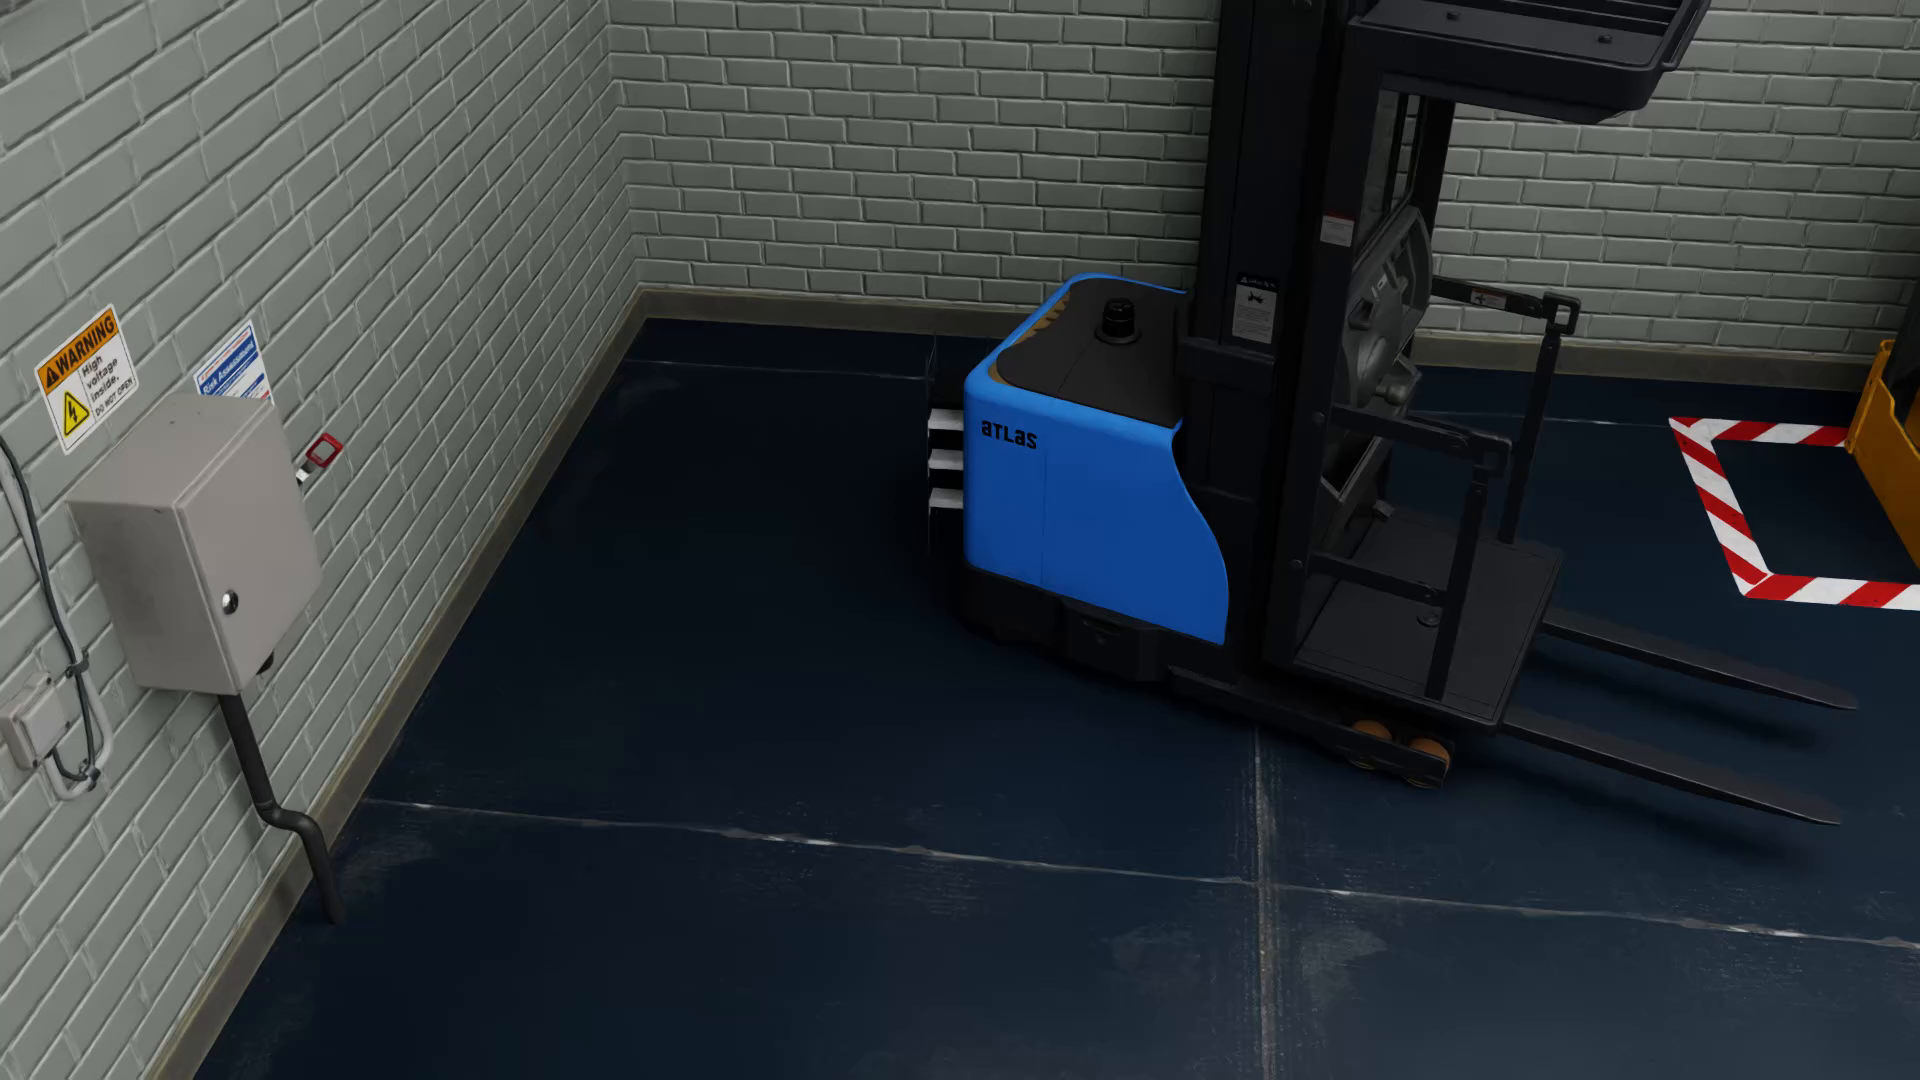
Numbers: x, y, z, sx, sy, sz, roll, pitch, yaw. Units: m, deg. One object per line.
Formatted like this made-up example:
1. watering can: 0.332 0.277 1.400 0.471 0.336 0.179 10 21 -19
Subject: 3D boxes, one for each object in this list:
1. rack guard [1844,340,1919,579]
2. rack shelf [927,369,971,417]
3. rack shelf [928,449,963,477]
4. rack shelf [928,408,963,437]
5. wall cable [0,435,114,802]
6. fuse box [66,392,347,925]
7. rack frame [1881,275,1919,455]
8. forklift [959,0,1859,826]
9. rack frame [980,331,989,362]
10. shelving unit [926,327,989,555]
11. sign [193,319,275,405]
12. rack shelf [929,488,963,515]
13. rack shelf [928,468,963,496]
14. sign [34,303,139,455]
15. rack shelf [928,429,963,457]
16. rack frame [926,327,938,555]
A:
1. rack guard: 4.003 -0.305 6.746 0.348 0.500 1.175 4 36 6
2. rack shelf: -0.008 -0.560 6.352 0.200 0.077 0.258 4 36 6
3. rack shelf: -0.008 -0.340 6.509 0.200 0.077 0.258 4 36 6
4. rack shelf: -0.008 -0.486 6.404 0.200 0.077 0.258 4 36 6
5. wall cable: -2.128 -0.103 3.437 0.122 1.984 0.588 4 36 6
6. fuse box: -1.885 0.454 4.641 0.414 1.711 0.539 4 36 6
7. rack frame: 3.927 -1.328 6.028 0.127 3.000 1.000 4 36 6
8. forklift: 1.542 -0.716 5.230 3.031 2.935 1.130 17 39 23
9. rack frame: 0.093 -0.359 6.479 0.006 0.900 0.240 4 36 6
10. shelving unit: -0.008 -0.367 6.489 0.210 0.900 0.258 4 36 6
11. sign: -2.027 -0.332 4.715 0.001 0.494 0.329 4 36 6
12. rack shelf: -0.008 -0.193 6.613 0.200 0.077 0.258 4 36 6
13. rack shelf: -0.008 -0.266 6.561 0.200 0.077 0.258 4 36 6
14. sign: -2.097 -0.390 4.004 0.001 0.242 0.339 4 36 6
15. rack shelf: -0.008 -0.413 6.456 0.200 0.077 0.258 4 36 6
16. rack frame: -0.109 -0.374 6.500 0.006 0.900 0.240 4 36 6
